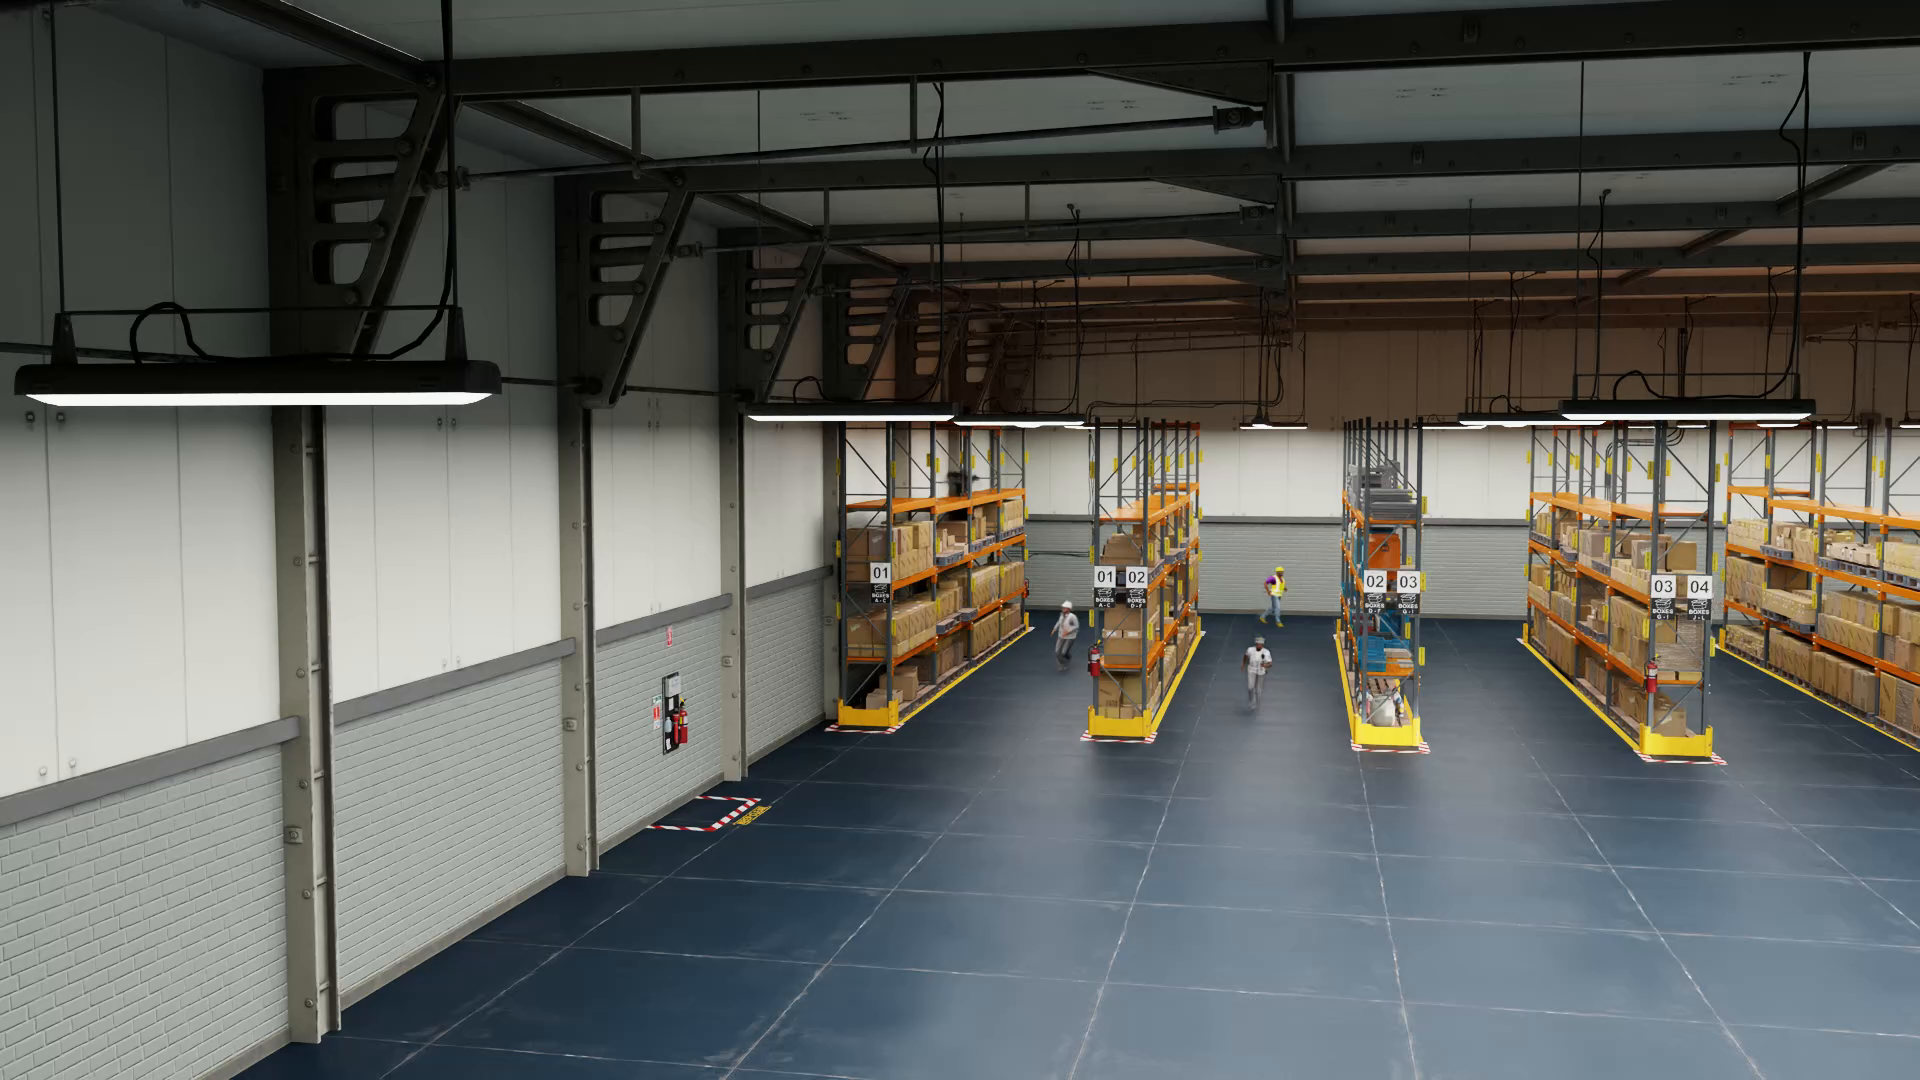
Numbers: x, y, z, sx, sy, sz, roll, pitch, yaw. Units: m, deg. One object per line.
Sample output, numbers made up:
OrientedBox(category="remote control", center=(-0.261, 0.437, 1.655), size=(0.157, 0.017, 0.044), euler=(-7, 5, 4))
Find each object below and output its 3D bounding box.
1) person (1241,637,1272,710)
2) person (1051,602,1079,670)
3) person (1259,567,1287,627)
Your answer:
OrientedBox(category="person", center=(6.077, 2.725, 34.047), size=(0.587, 1.536, 0.960), euler=(0, 4, 5))
OrientedBox(category="person", center=(2.562, 2.316, 39.943), size=(0.720, 1.678, 0.529), euler=(3, 4, 34))
OrientedBox(category="person", center=(9.321, 1.655, 49.033), size=(0.972, 1.716, 0.740), euler=(3, 5, 43))
